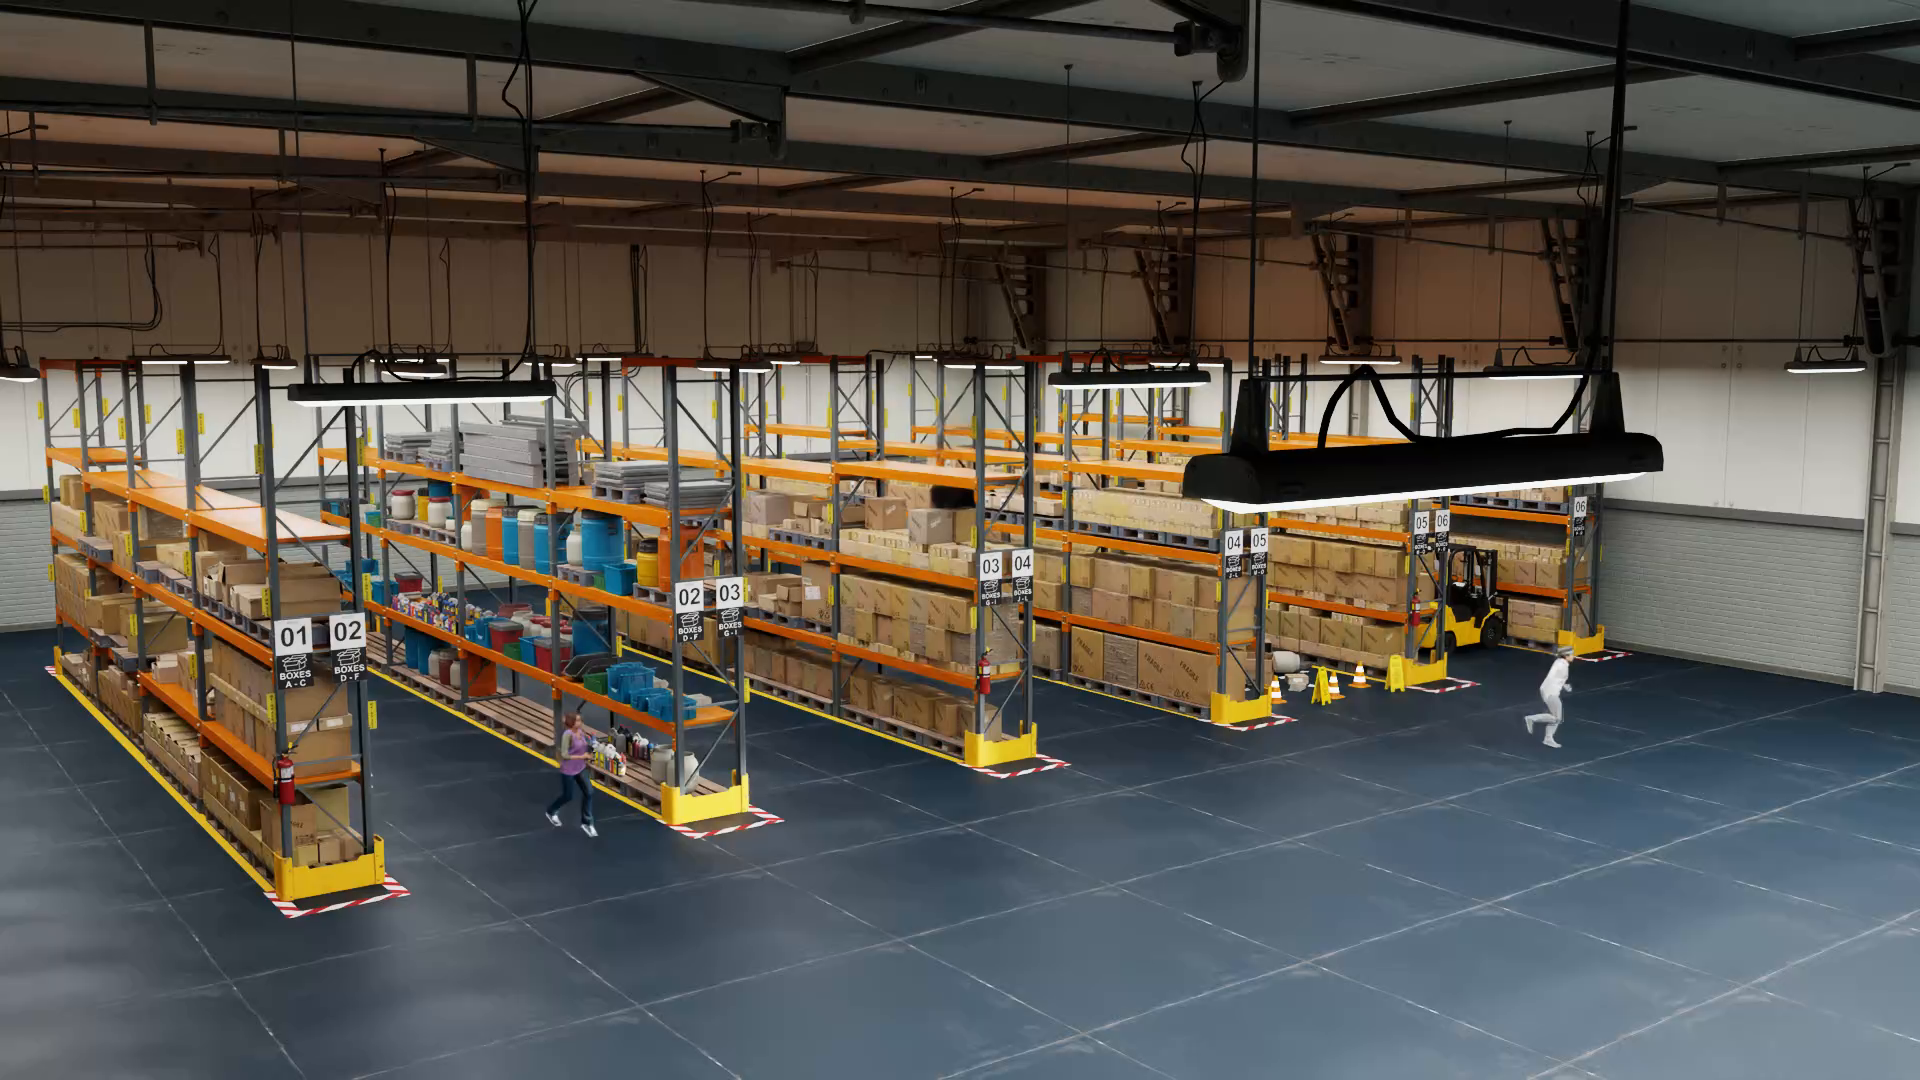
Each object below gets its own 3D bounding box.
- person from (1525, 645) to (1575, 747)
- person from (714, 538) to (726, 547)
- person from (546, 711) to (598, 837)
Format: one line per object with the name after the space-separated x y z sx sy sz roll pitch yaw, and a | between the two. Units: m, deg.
9.229 2.437 26.036 0.716 1.618 0.610 1 7 10 | person
-5.938 0.600 40.964 0.600 1.639 0.868 7 10 44 | person
-5.004 3.000 21.337 0.810 1.649 0.571 3 7 22 | person
